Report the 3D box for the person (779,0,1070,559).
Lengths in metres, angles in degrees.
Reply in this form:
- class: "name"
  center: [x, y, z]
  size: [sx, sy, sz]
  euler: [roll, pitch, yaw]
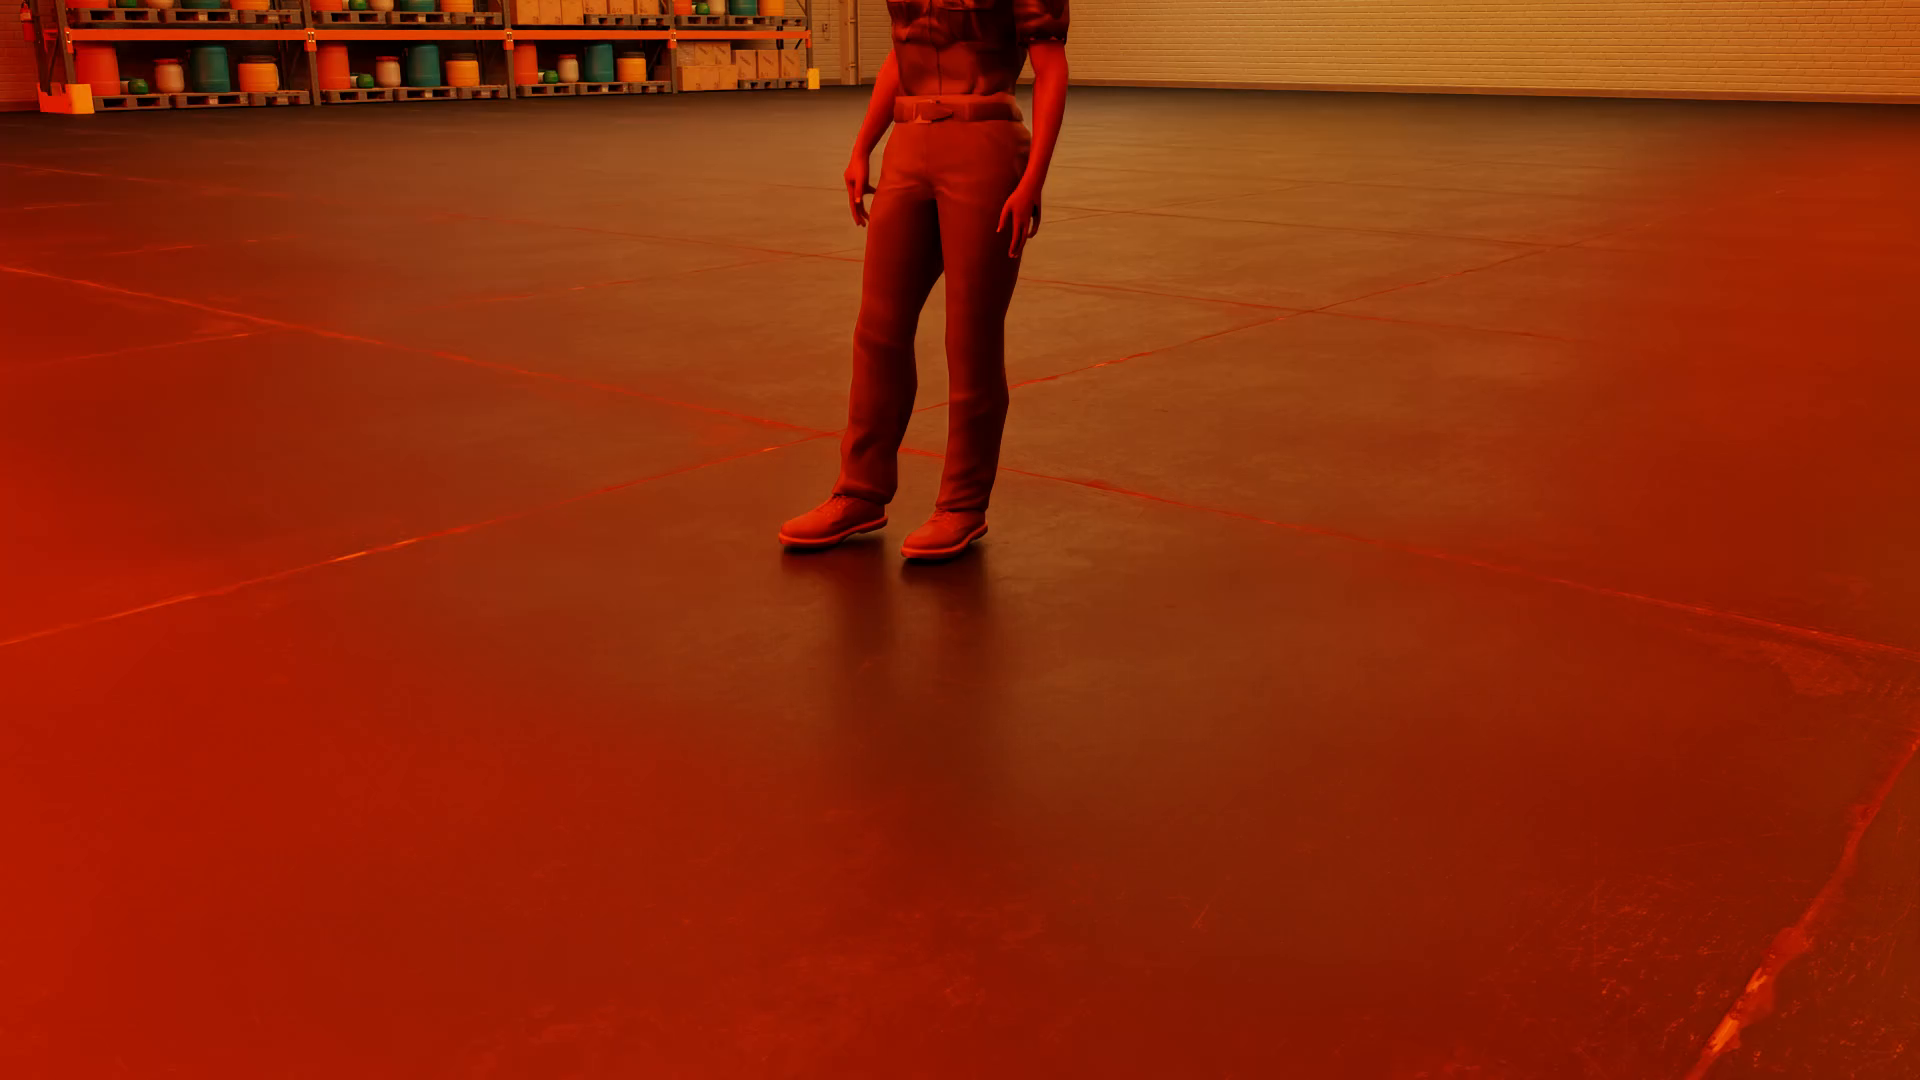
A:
- class: "person"
  center: [-0.071, -0.783, 3.647]
  size: [0.569, 1.656, 0.503]
  euler: [13, 21, 37]
